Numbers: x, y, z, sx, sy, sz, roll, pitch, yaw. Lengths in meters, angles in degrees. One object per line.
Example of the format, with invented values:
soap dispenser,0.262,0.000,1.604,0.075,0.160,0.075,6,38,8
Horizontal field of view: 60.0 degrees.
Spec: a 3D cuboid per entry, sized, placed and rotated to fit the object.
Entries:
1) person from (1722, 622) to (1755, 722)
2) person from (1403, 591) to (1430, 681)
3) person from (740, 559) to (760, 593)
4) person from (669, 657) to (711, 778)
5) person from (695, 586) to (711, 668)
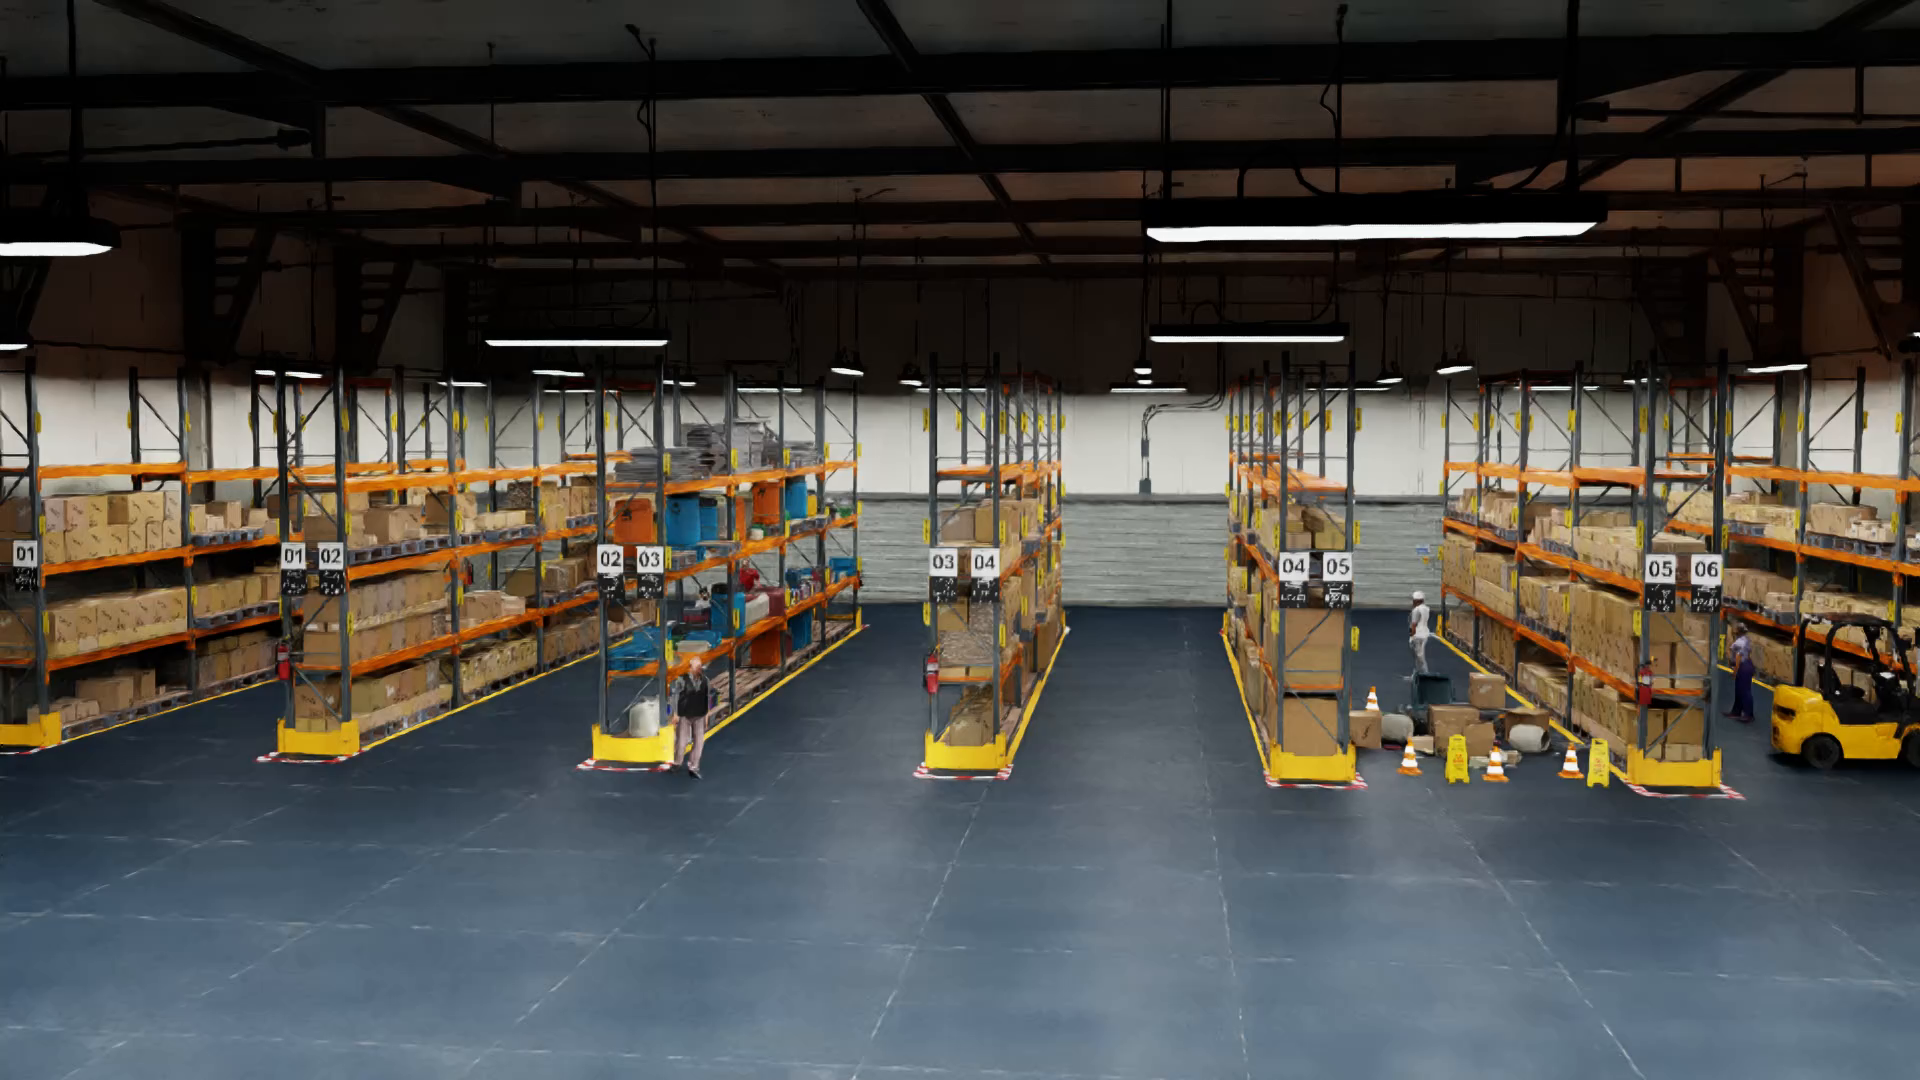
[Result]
person,13.108,2.200,27.954,0.551,1.630,0.599,3,5,35
person,8.713,1.852,31.724,0.584,1.782,0.665,3,5,33
person,-5.245,1.281,40.875,0.682,1.675,0.535,0,4,5
person,-3.827,2.488,23.531,0.580,1.710,0.541,-2,5,-29
person,-5.265,1.759,33.863,0.477,1.675,0.487,3,5,36
